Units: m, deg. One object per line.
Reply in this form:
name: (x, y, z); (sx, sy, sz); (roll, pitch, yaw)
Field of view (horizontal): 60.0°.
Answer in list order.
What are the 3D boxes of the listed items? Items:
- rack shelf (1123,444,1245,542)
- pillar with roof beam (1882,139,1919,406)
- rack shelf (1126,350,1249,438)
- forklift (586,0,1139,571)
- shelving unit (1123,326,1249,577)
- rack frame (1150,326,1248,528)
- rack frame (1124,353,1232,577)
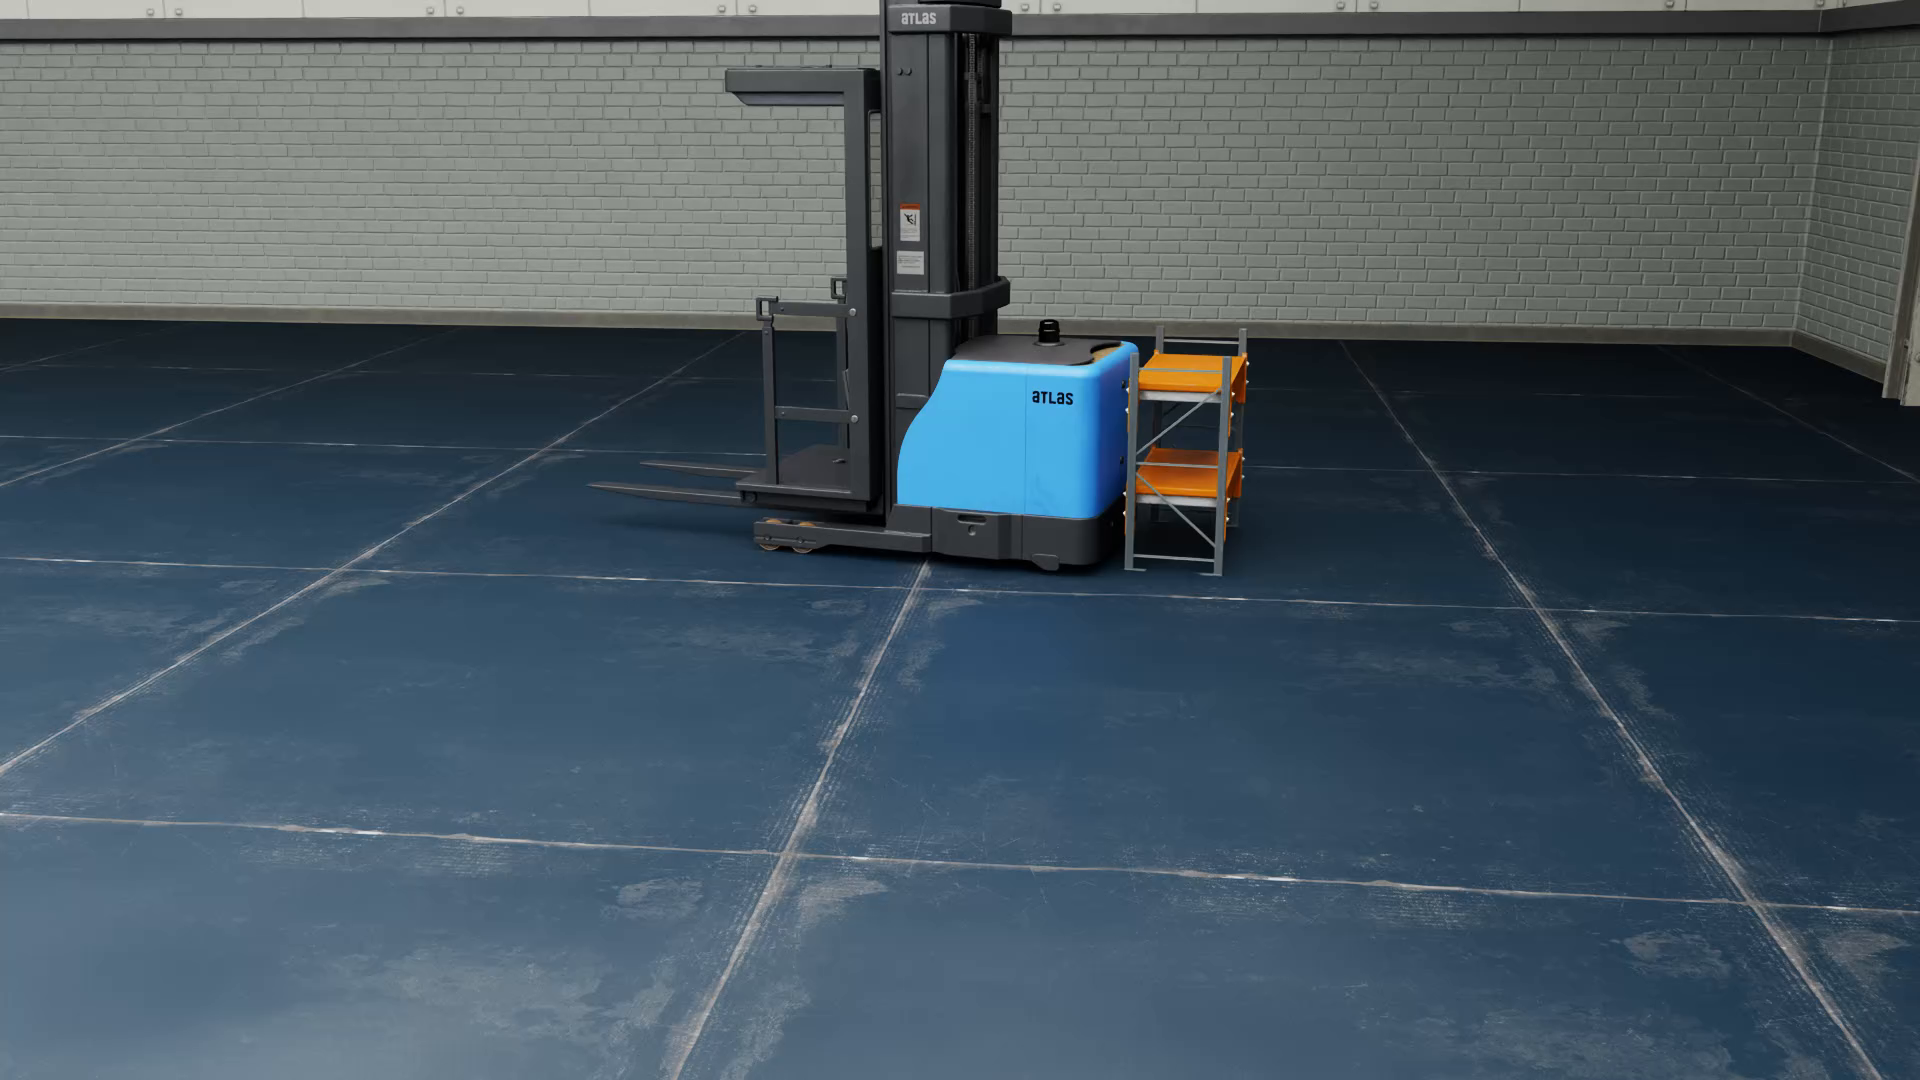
rack shelf: (1.216, -0.268, 8.935); (0.538, 0.278, 1.000); (4, 16, 13)
pillar with roof beam: (3.306, -5.574, 12.537); (9.100, 9.000, 0.400); (2, 15, 6)
rack shelf: (1.216, -0.787, 8.795); (0.538, 0.278, 1.000); (4, 16, 13)
forklift: (-0.590, -1.467, 8.973); (3.031, 2.935, 1.130); (5, 16, 18)
shelving unit: (1.216, -0.504, 8.871); (0.538, 1.125, 1.048); (4, 16, 13)
rack frame: (1.337, -0.633, 9.348); (0.500, 1.125, 0.032); (4, 16, 13)
rack frame: (1.096, -0.375, 8.395); (0.500, 1.125, 0.032); (4, 16, 13)
